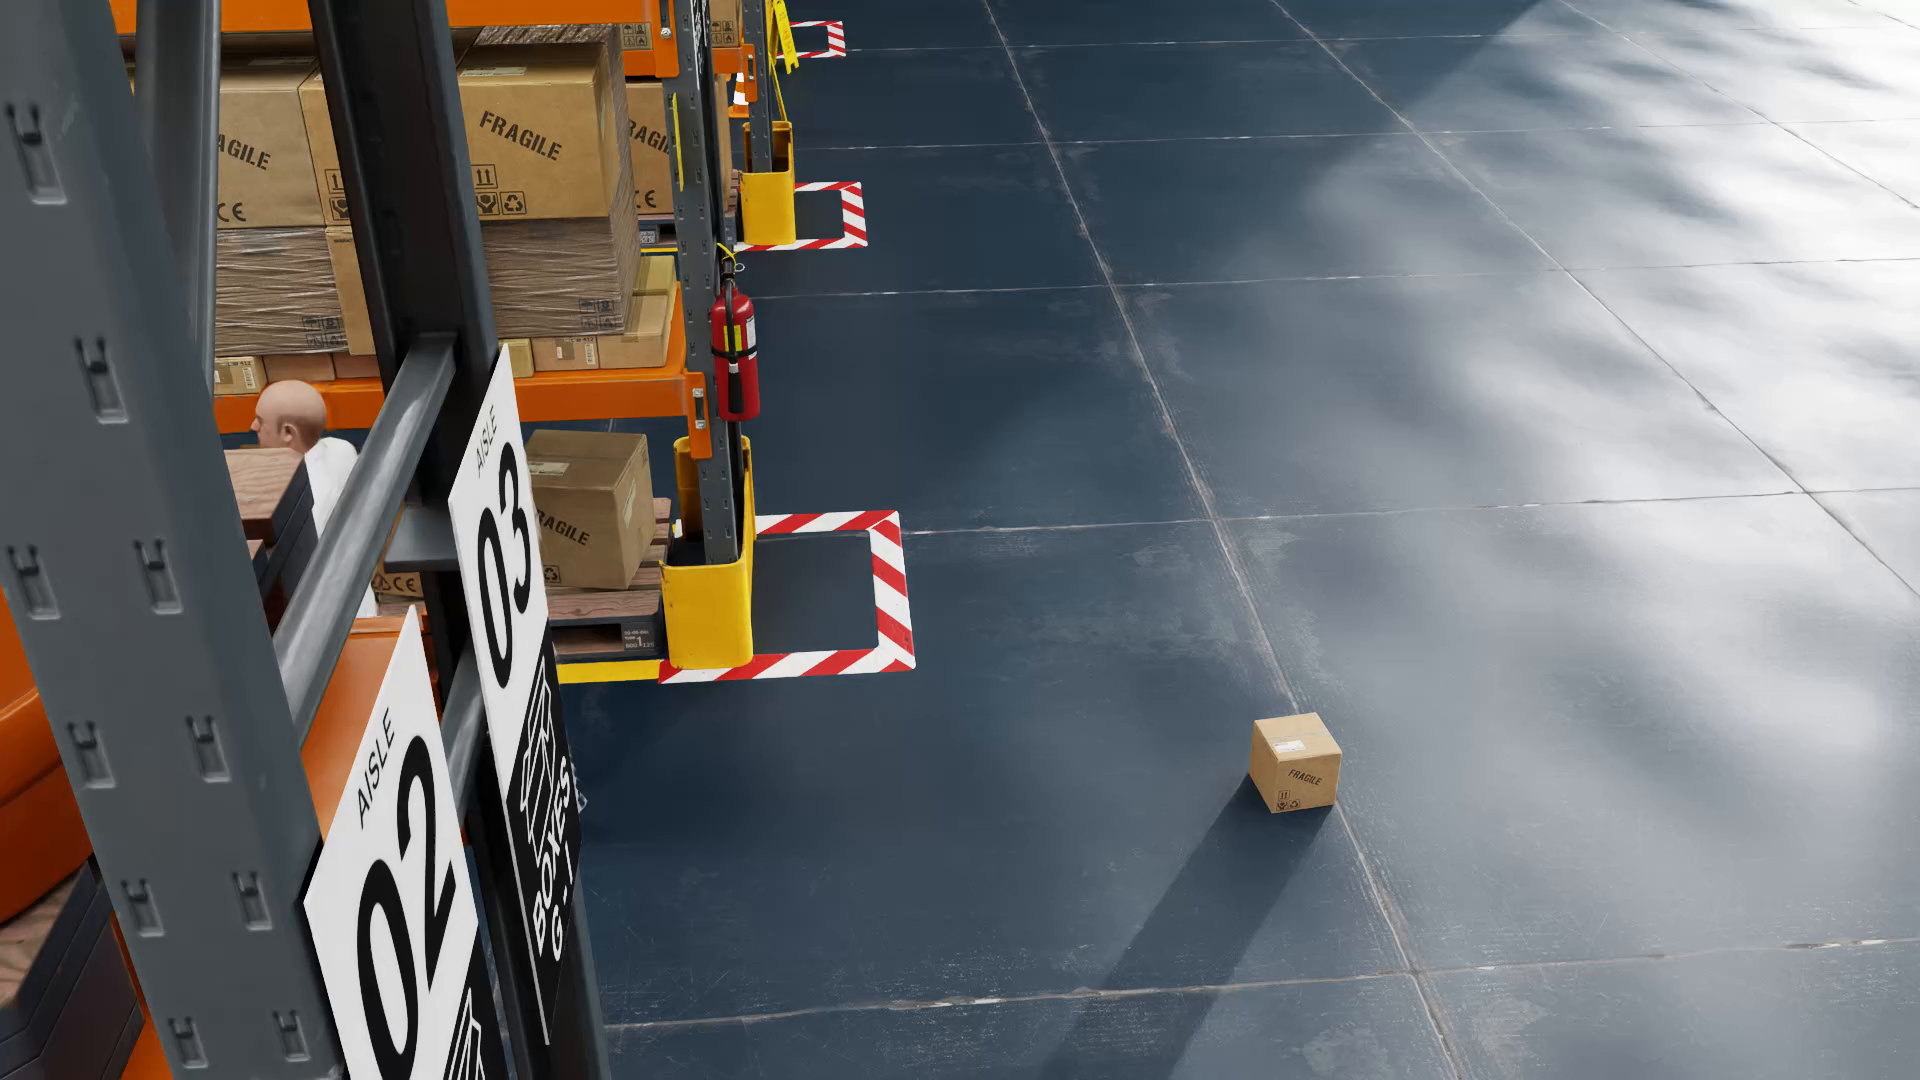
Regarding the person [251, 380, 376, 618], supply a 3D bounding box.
[{"bbox_3d":[-2.130,0.276,5.637,0.645,1.765,0.586,0,31,-1],"label":"person"}]
